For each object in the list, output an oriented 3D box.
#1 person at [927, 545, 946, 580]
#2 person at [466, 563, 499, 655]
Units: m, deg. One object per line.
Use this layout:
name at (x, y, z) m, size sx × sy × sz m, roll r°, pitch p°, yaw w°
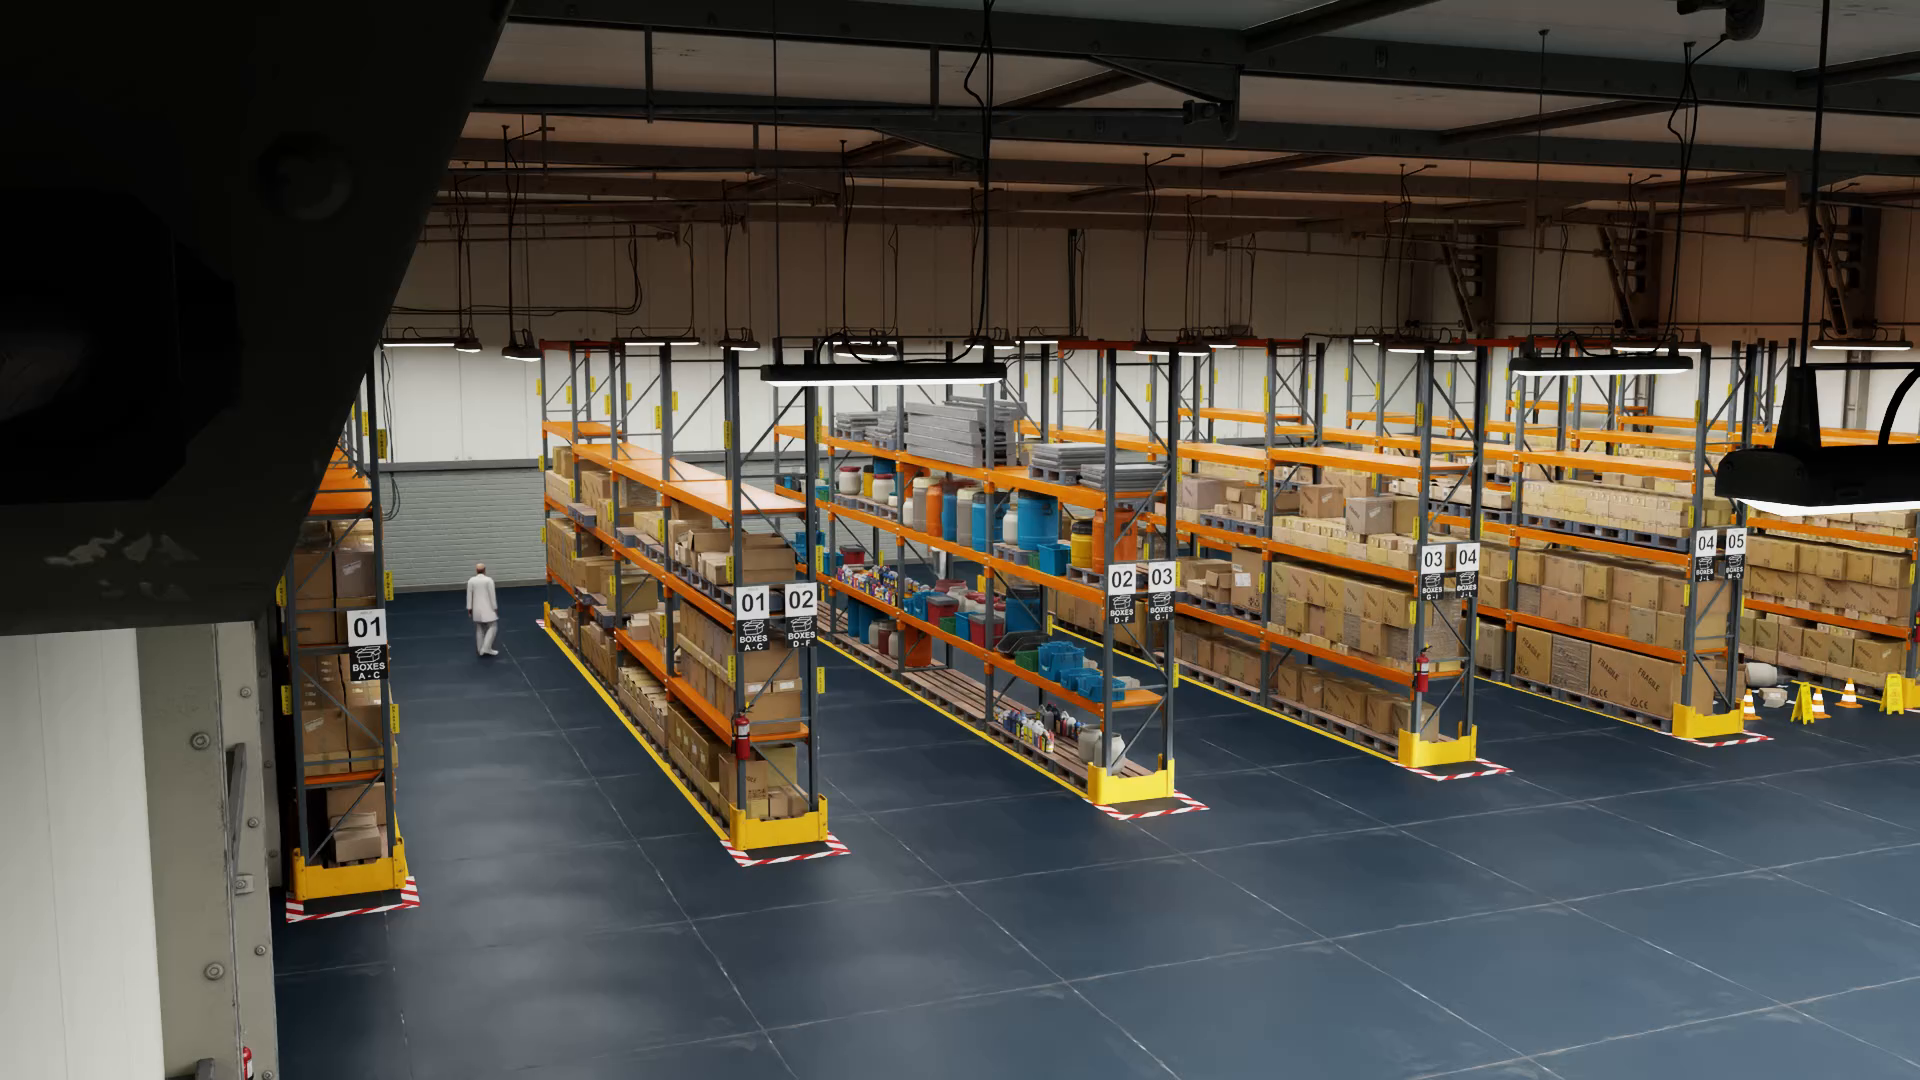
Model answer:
person at (-0.495, 0.211, 40.465) m, size 0.585 × 1.716 × 1.093 m, roll 1°, pitch 7°, yaw 6°
person at (-9.133, 1.329, 31.762) m, size 0.634 × 1.775 × 0.582 m, roll 1°, pitch 8°, yaw 11°
